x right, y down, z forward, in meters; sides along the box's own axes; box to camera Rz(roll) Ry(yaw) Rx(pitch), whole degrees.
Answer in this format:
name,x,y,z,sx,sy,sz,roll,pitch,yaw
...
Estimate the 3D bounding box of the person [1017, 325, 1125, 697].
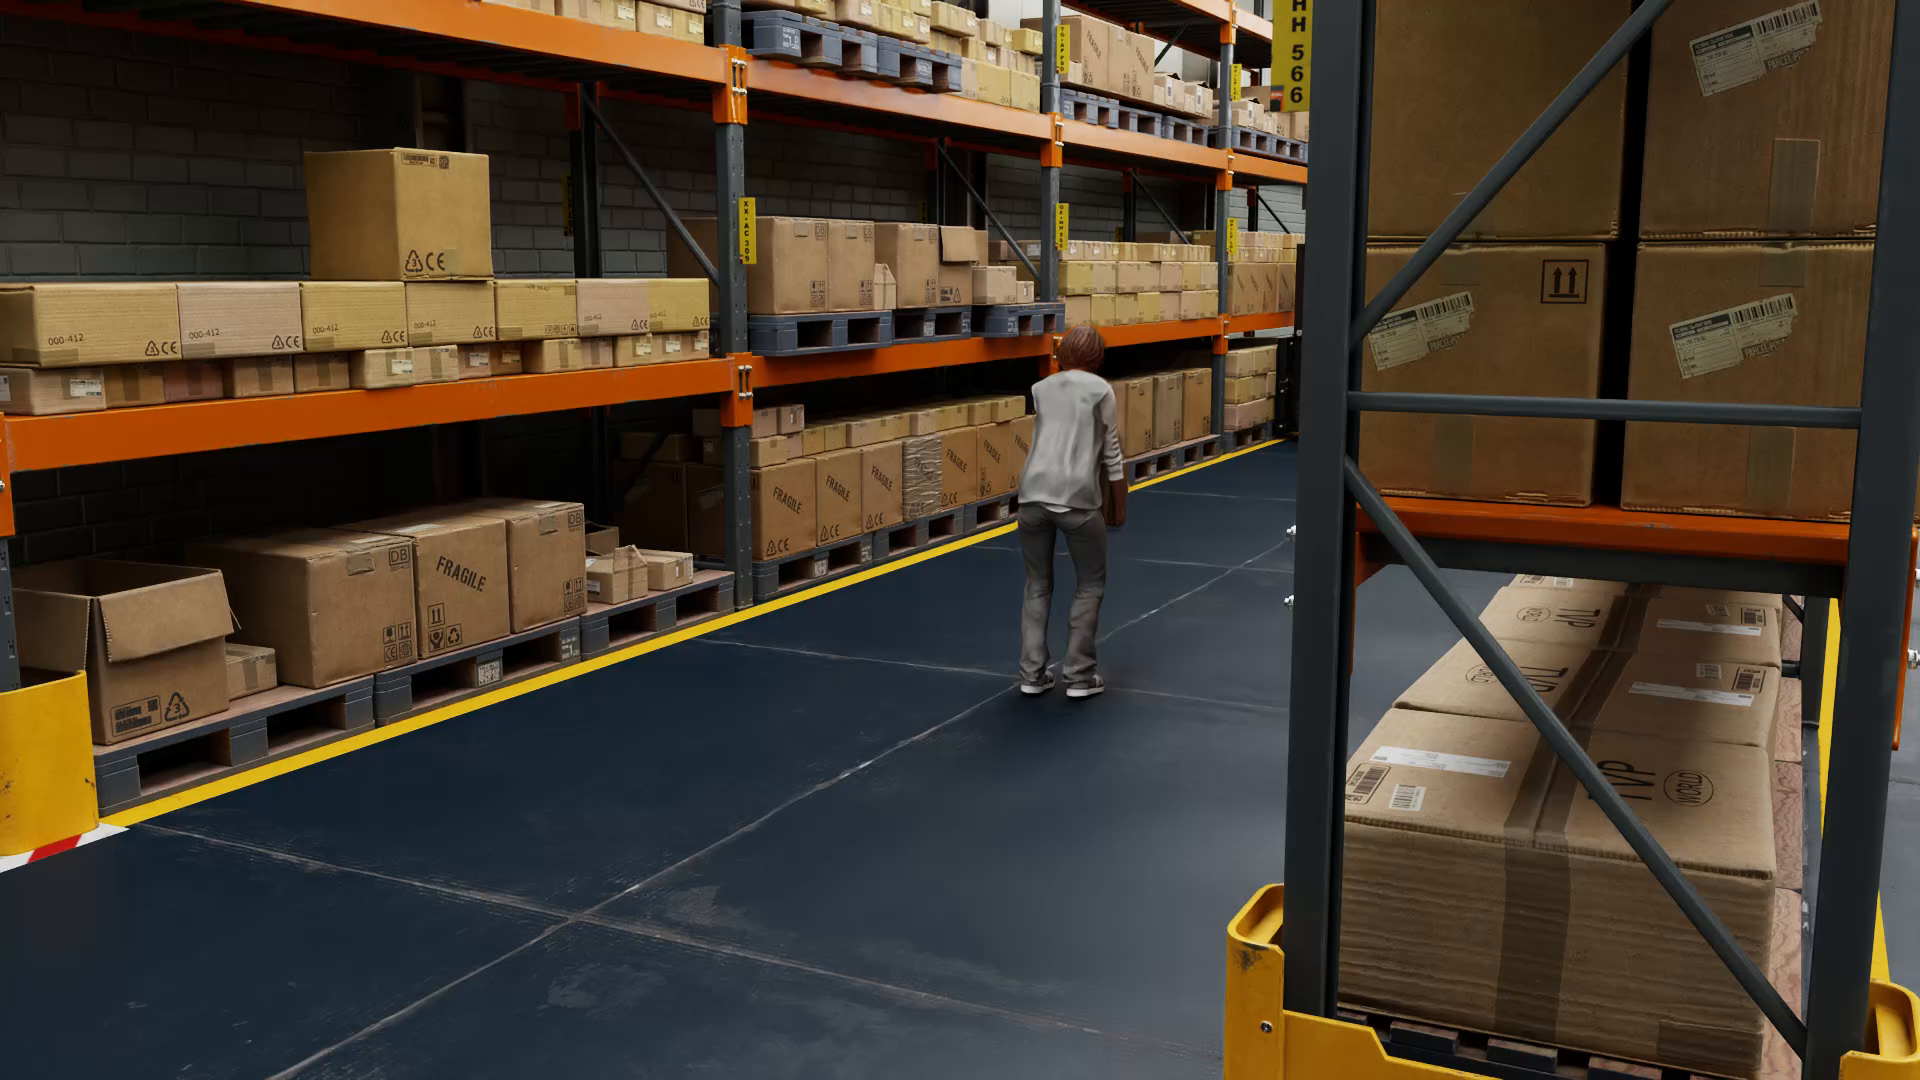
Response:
name,x,y,z,sx,sy,sz,roll,pitch,yaw
person,0.453,-0.114,6.874,0.371,1.515,0.553,4,10,25
